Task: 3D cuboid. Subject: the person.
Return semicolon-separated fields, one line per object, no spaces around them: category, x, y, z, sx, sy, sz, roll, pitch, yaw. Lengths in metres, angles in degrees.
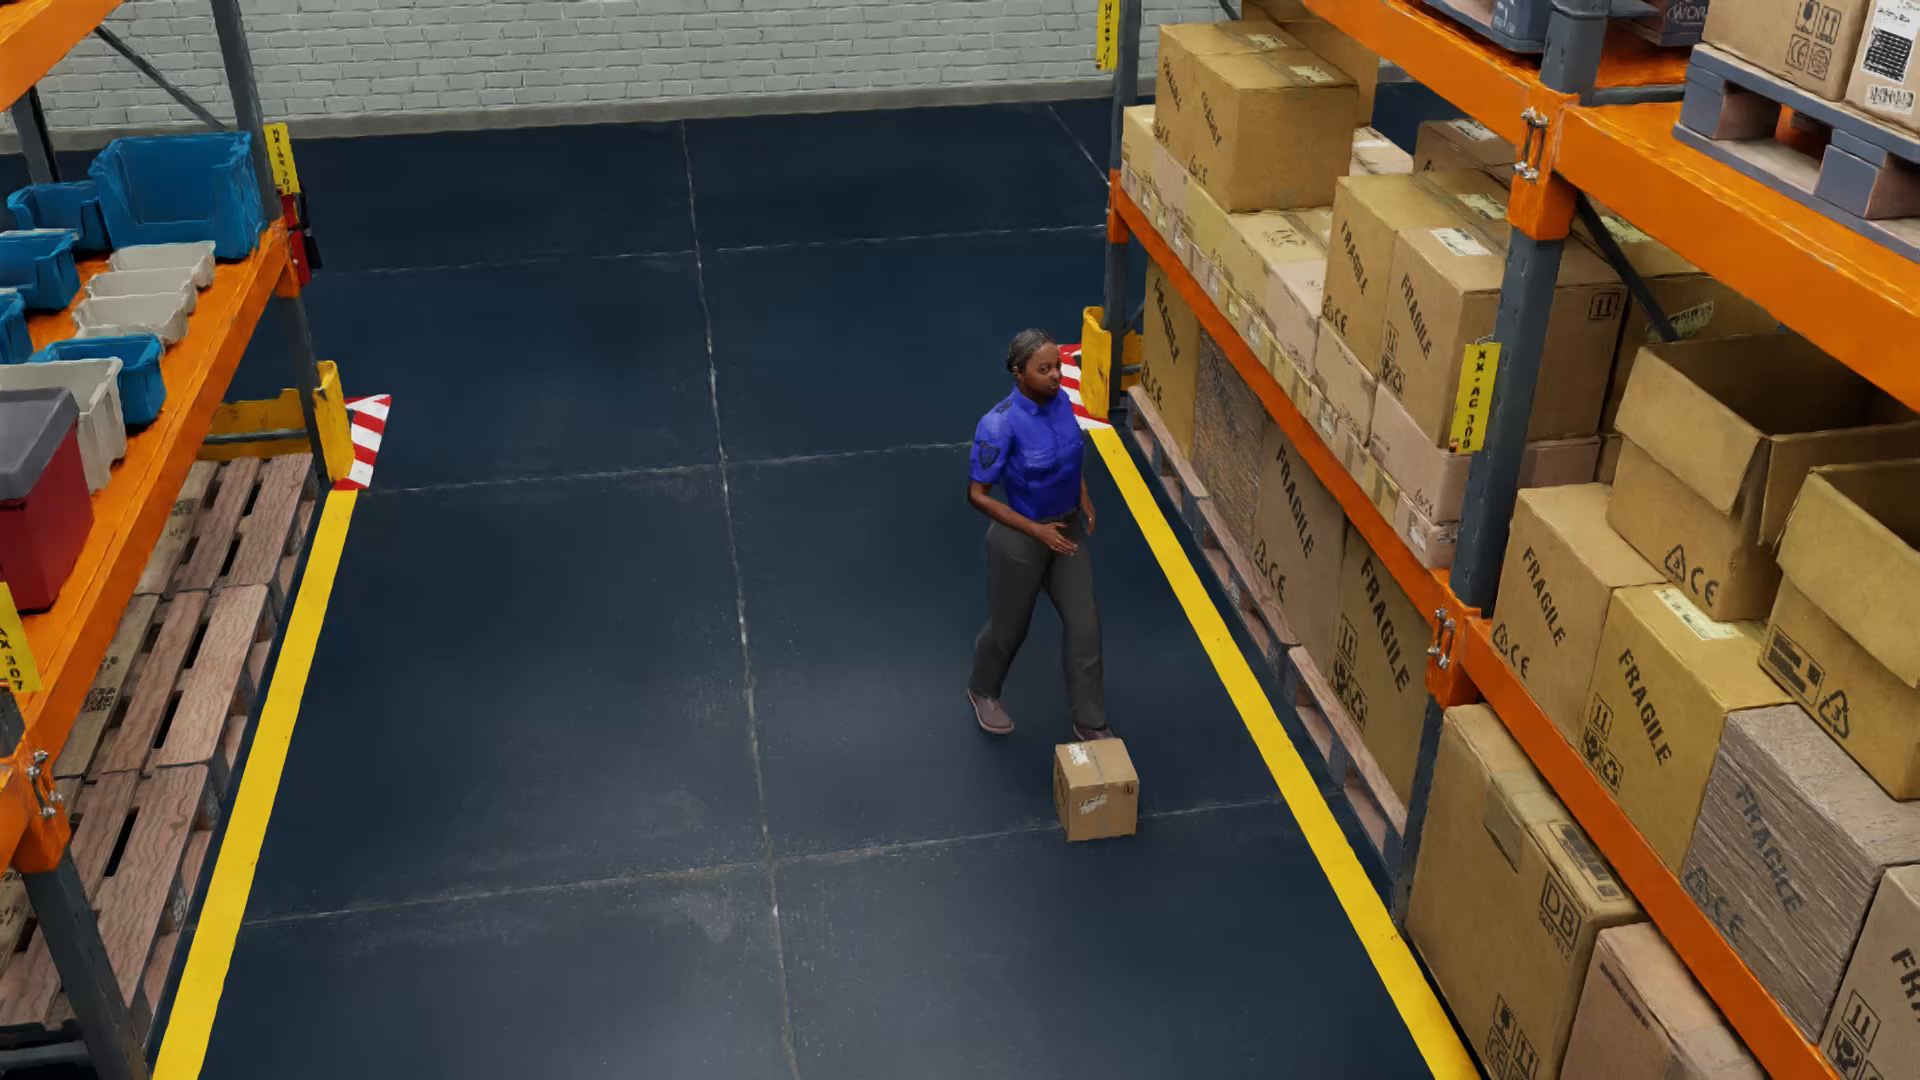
person;0.361;0.040;6.073;0.613;1.647;0.743;-25;39;-35
